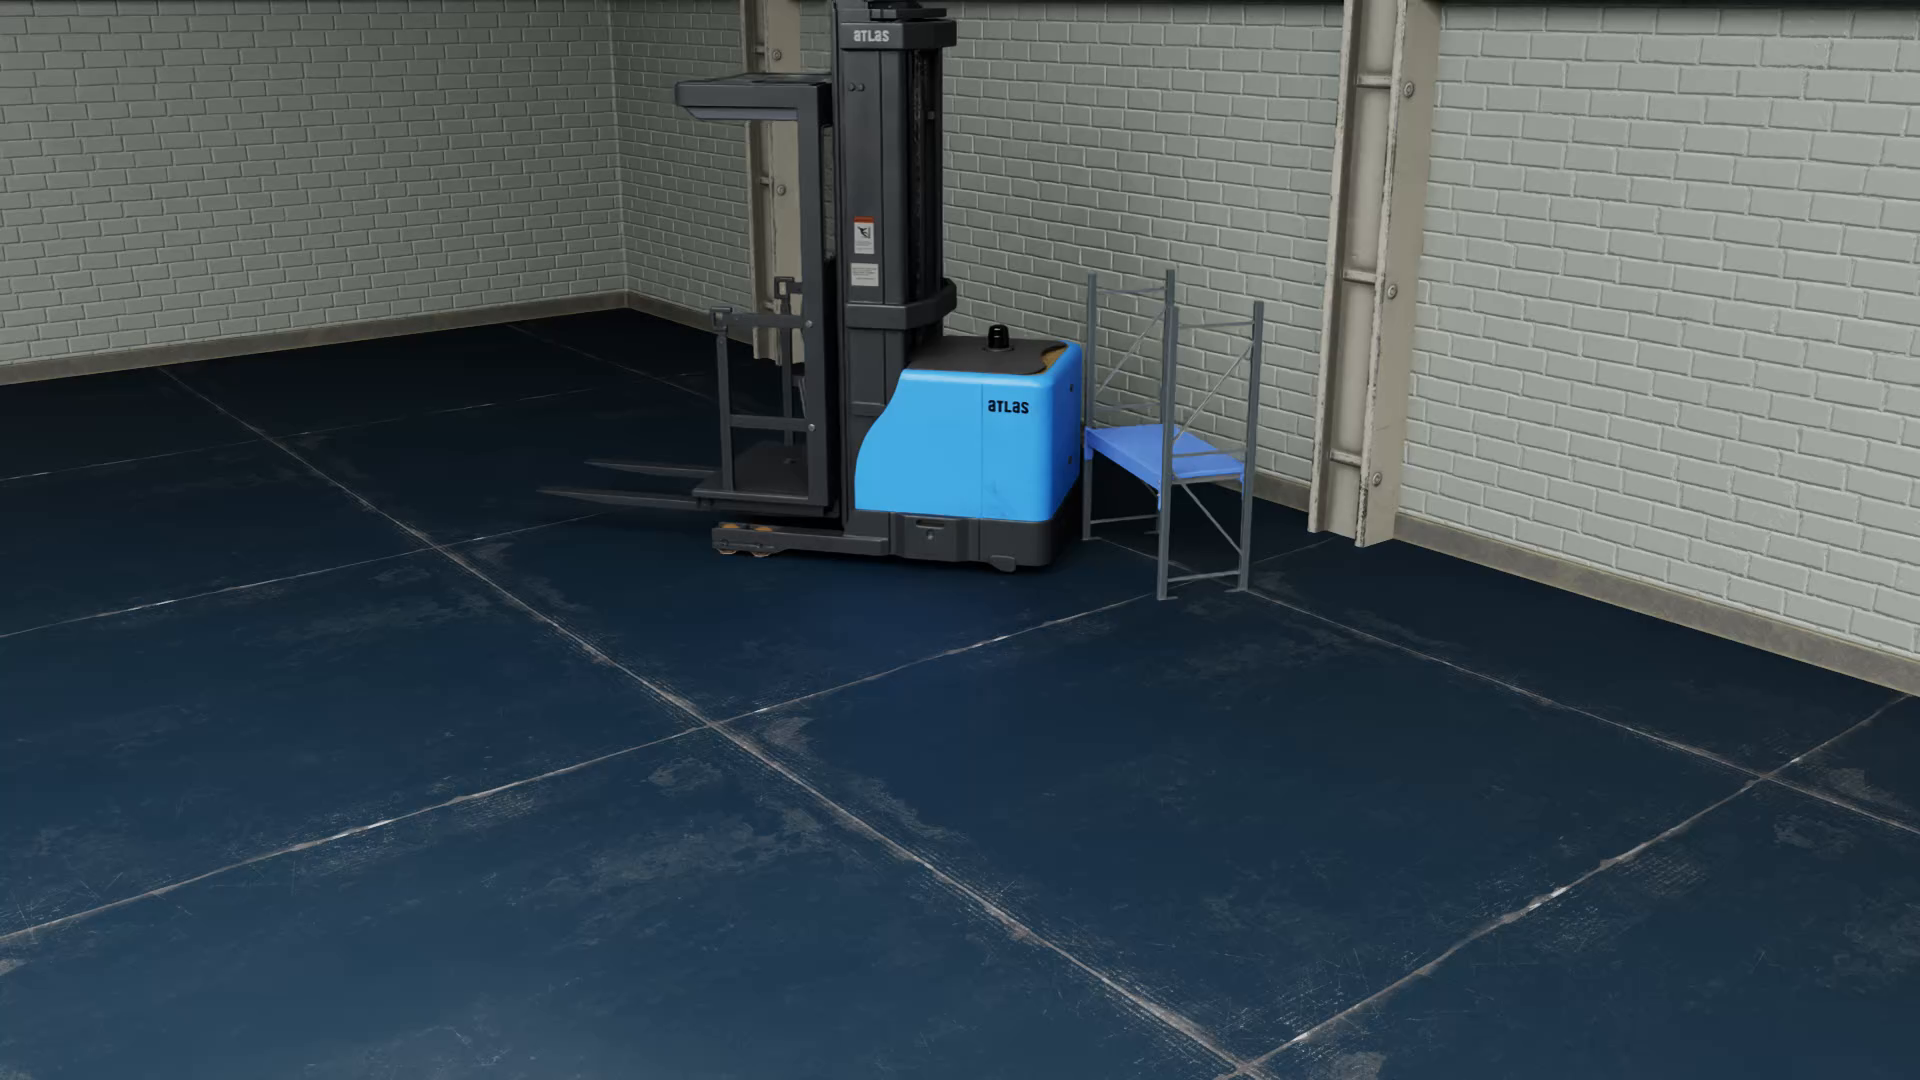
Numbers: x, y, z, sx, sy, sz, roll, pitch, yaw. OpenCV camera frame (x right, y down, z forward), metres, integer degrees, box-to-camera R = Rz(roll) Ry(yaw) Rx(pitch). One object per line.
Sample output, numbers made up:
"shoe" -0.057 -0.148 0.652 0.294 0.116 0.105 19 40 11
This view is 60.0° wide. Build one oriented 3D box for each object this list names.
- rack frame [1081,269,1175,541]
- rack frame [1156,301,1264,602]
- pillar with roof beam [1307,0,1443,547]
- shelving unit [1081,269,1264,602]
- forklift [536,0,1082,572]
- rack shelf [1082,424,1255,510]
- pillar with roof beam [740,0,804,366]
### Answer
"rack frame" 0.925 -0.733 9.190 0.500 1.500 0.032 -6 19 -17
"rack frame" 1.240 -0.429 8.272 0.500 1.500 0.032 -6 19 -17
"pillar with roof beam" -1.144 -3.468 5.520 9.100 9.000 0.400 -14 23 -36
"shelving unit" 1.082 -0.581 8.731 0.538 1.500 1.048 -6 19 -17
"forklift" -0.877 -1.451 9.083 3.031 2.935 1.130 4 19 13
"rack shelf" 1.082 -0.410 8.787 0.538 0.185 1.000 -6 19 -17
"pillar with roof beam" -4.870 -4.946 9.984 9.100 9.000 0.400 -14 23 -36
